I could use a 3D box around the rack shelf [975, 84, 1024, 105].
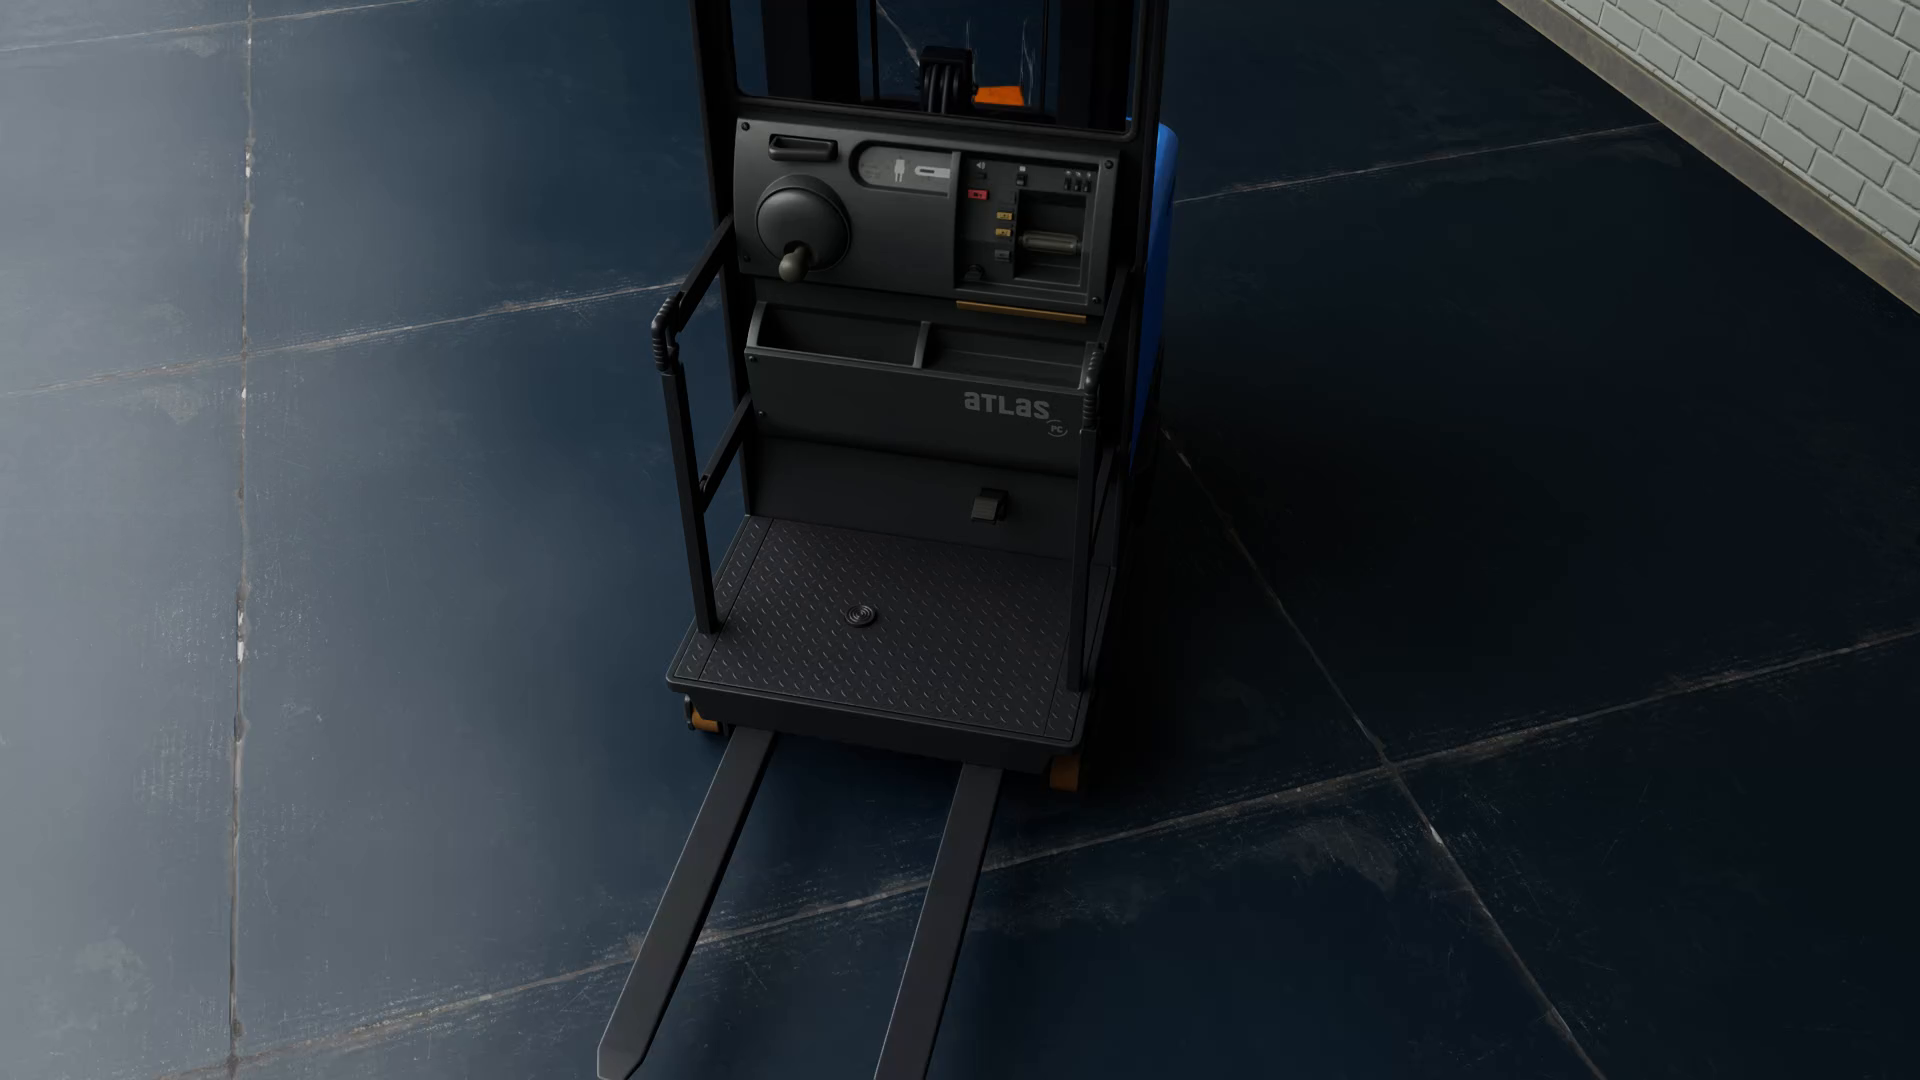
[{"bbox_3d":[0.120,-1.387,5.439,0.180,0.103,0.258,-2,42,-5],"label":"rack shelf"}]

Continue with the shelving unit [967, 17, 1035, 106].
[{"bbox_3d":[0.109,-1.152,5.650,0.189,1.200,0.258,-2,42,-5],"label":"shelving unit"}]

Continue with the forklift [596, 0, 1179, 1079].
[{"bbox_3d":[-0.134,-0.701,3.825,1.130,2.935,3.031,8,42,9],"label":"forklift"}]

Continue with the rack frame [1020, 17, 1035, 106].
[{"bbox_3d":[0.200,-1.156,5.658,0.006,1.200,0.240,-2,42,-5],"label":"rack frame"}]

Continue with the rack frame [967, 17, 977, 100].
[{"bbox_3d":[0.018,-1.149,5.641,0.006,1.200,0.240,-2,42,-5],"label":"rack frame"}]
